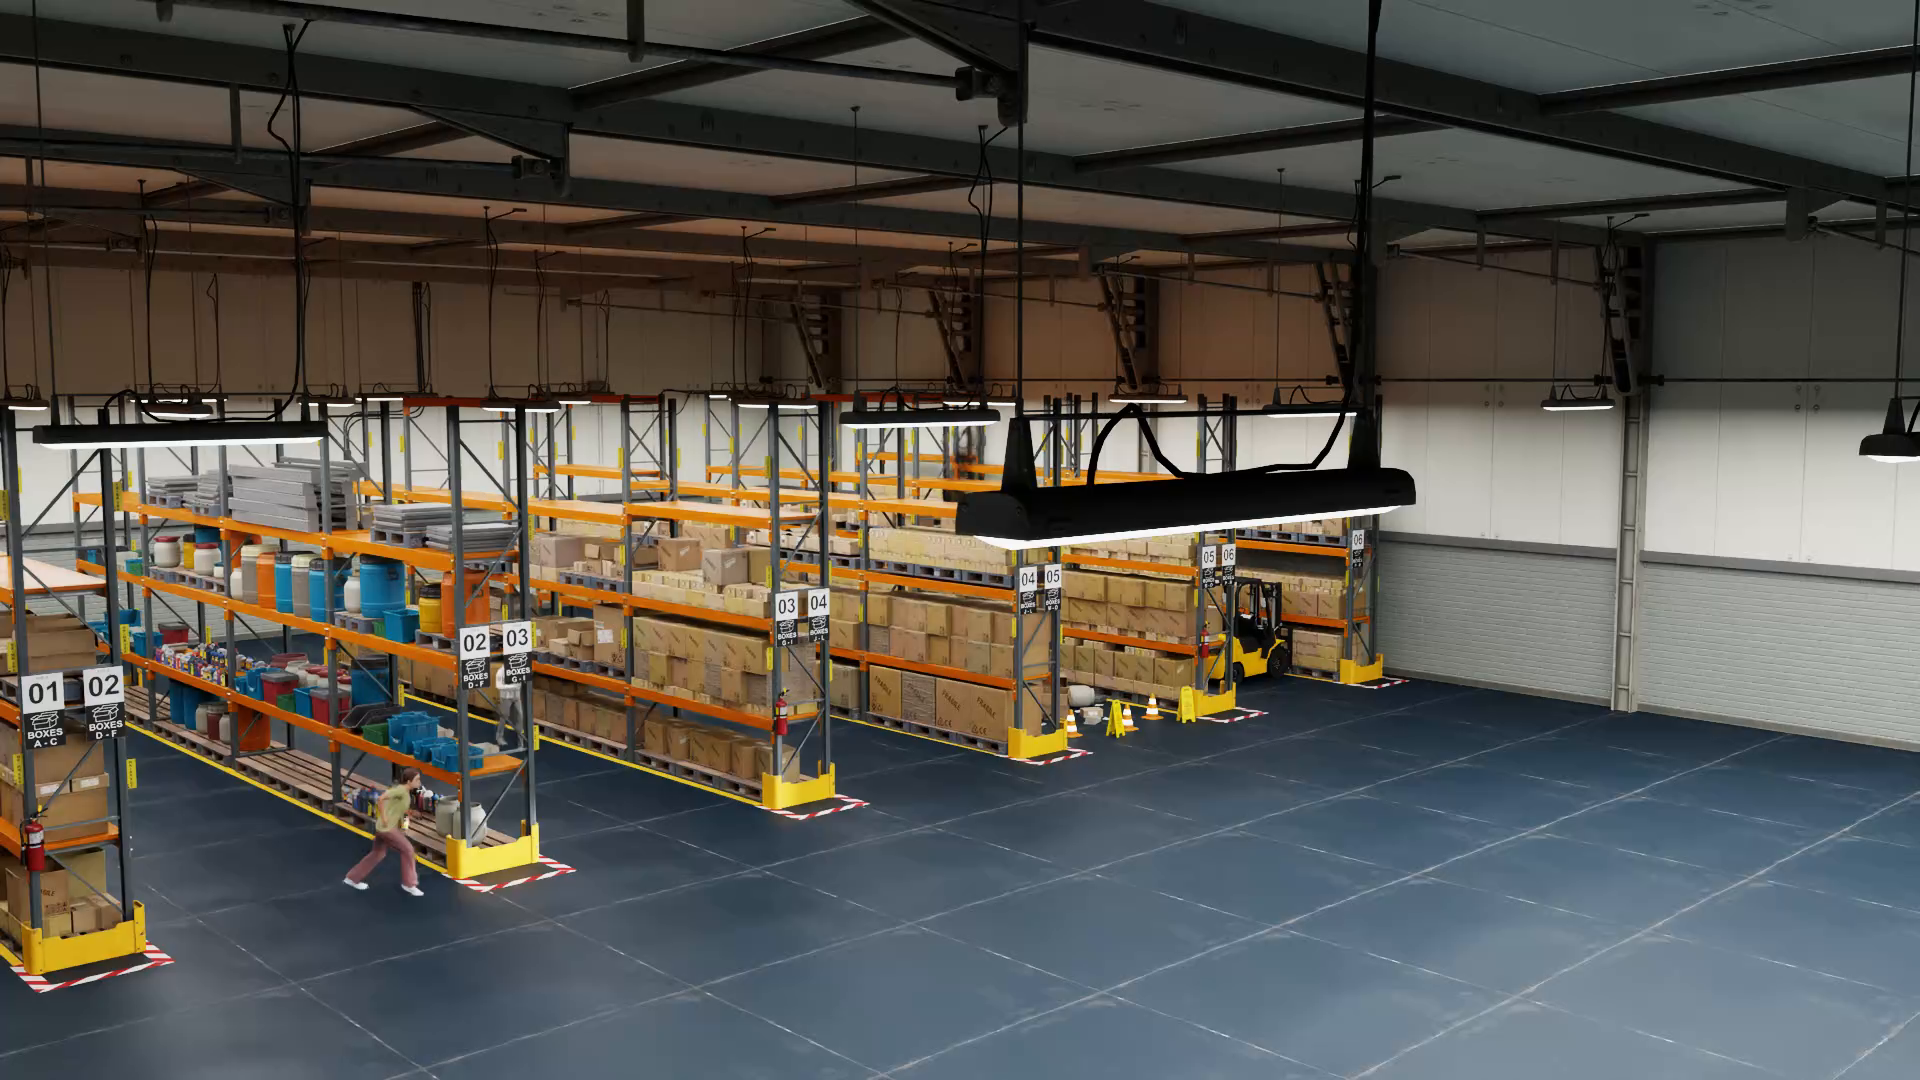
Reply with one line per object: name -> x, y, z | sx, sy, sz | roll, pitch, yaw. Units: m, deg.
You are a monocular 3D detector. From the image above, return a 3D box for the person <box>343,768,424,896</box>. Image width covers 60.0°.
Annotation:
person -> -7.064, 3.601, 20.327 | 0.959, 1.626, 0.619 | -1, 6, -6

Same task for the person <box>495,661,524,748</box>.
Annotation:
person -> -7.711, 2.735, 28.451 | 0.769, 1.746, 0.597 | 5, 8, 43

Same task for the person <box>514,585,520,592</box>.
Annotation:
person -> -10.663, 1.643, 40.087 | 0.663, 1.627, 0.513 | 3, 6, 27
